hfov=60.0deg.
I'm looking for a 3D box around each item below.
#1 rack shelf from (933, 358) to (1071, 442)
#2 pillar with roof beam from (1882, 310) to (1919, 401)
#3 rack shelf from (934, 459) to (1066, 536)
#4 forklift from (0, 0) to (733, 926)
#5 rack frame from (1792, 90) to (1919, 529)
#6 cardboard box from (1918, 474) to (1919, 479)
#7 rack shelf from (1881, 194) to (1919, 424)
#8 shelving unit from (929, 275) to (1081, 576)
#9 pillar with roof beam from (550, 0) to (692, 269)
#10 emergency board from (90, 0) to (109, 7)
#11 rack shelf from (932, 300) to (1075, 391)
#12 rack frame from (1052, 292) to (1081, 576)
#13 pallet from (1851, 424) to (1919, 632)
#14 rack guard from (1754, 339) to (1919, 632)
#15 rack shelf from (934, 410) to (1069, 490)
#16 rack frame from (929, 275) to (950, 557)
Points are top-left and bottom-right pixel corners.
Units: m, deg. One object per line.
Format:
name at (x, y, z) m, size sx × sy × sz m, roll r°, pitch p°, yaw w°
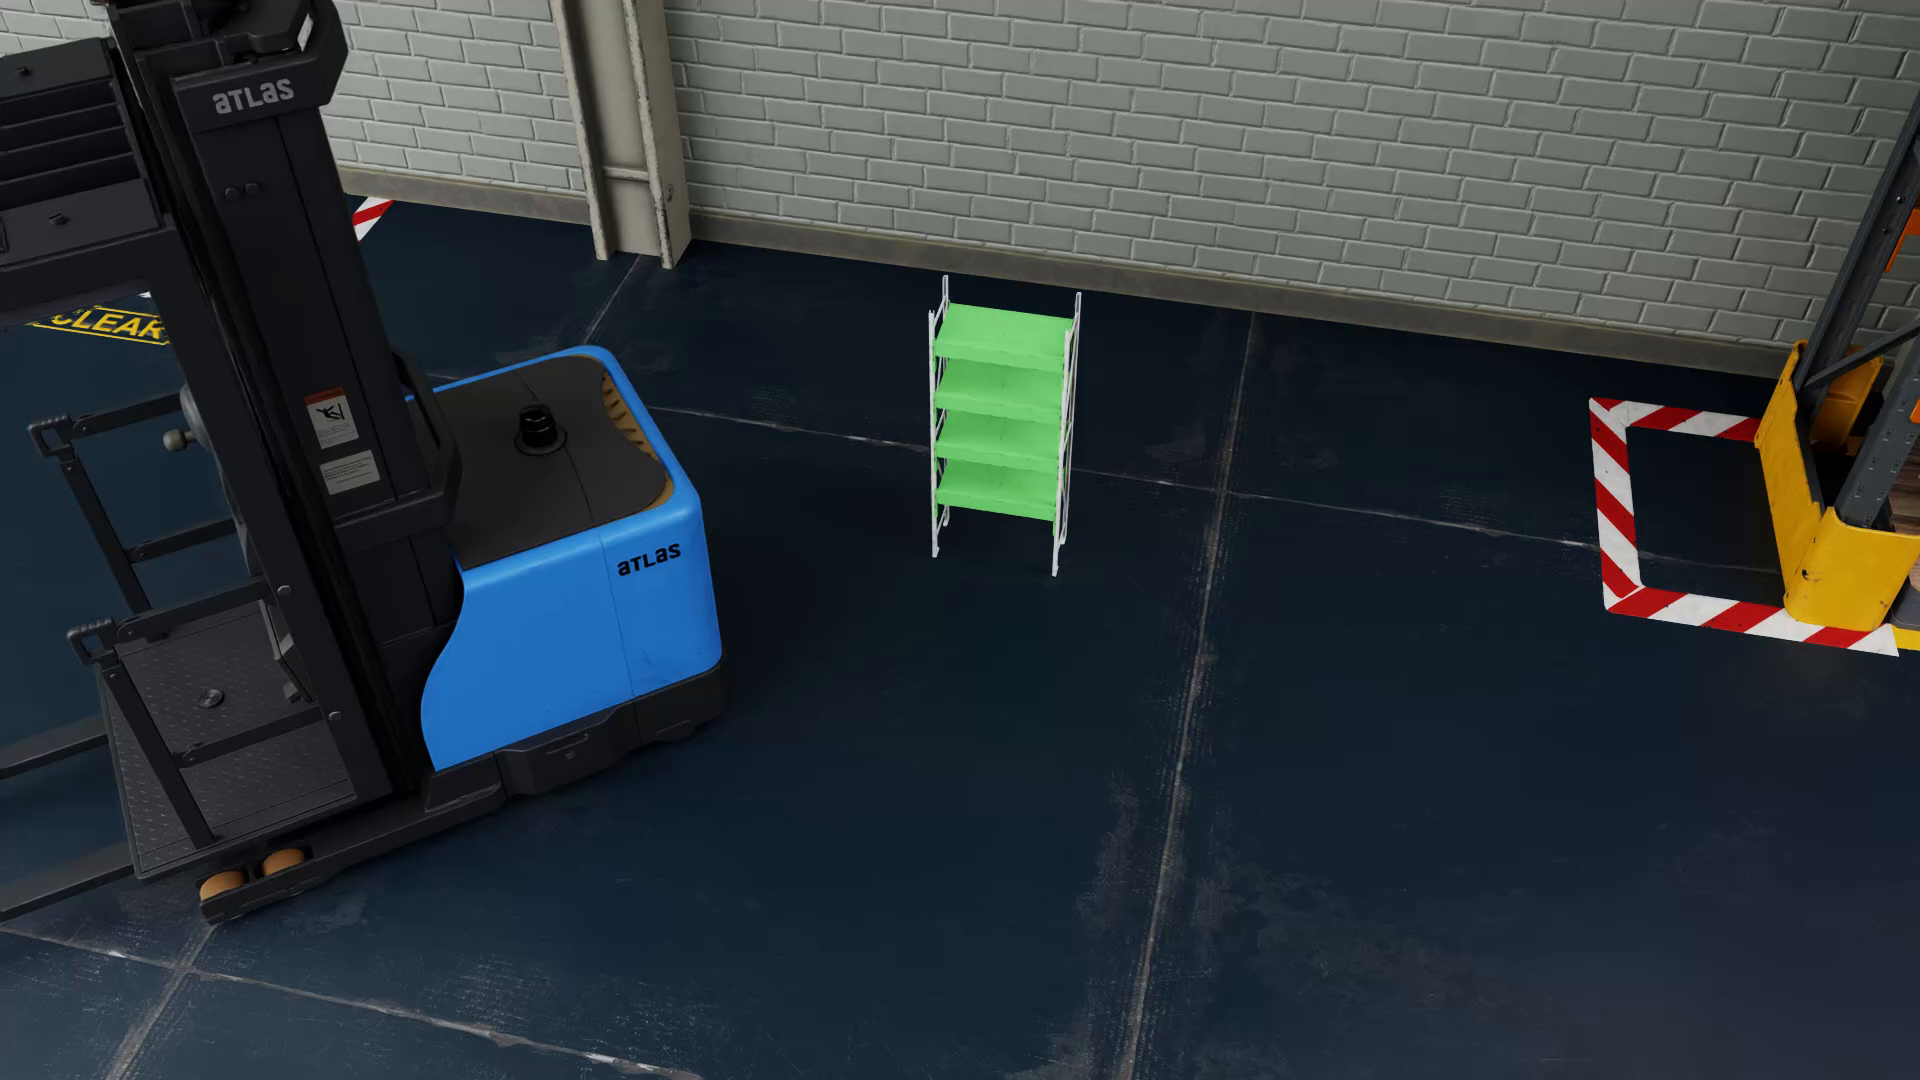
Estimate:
rack shelf at (0.162, -0.534, 6.186) m, size 0.480 × 0.148 × 0.258 m, roll 9°, pitch 45°, yaw 9°
pillar with roof beam at (3.353, -0.879, 1.174) m, size 0.400 × 9.000 × 9.100 m, roll 9°, pitch 45°, yaw 9°
rack shelf at (0.162, -0.188, 6.519) m, size 0.480 × 0.148 × 0.258 m, roll 9°, pitch 45°, yaw 9°
forklift at (-2.375, -0.232, 4.877) m, size 3.031 × 2.935 × 1.130 m, roll -20°, pitch 47°, yaw -20°
rack frame at (3.421, -1.151, 5.783) m, size 0.127 × 3.000 × 1.000 m, roll 9°, pitch 45°, yaw 9°
cardboard box at (4.076, -0.175, 6.391) m, size 0.500 × 0.311 × 0.500 m, roll 4°, pitch 44°, yaw 4°
rack shelf at (5.372, -0.589, 5.718) m, size 4.000 × 0.370 × 1.077 m, roll 9°, pitch 45°, yaw 9°
shelving unit at (0.162, -0.407, 6.308) m, size 0.503 × 1.200 × 0.258 m, roll 9°, pitch 45°, yaw 9°
pillar with roof beam at (-2.503, -1.787, 2.118) m, size 0.400 × 9.000 × 9.100 m, roll 9°, pitch 45°, yaw 9°
emergency board at (-3.966, -2.939, 7.641) m, size 0.643 × 1.169 × 0.194 m, roll 9°, pitch 45°, yaw 9°
rack shelf at (0.162, -0.707, 6.019) m, size 0.480 × 0.148 × 0.258 m, roll 9°, pitch 45°, yaw 9°
rack frame at (0.400, -0.370, 6.270) m, size 0.015 × 1.200 × 0.240 m, roll 9°, pitch 45°, yaw 9°
pallet at (4.280, 0.012, 6.585) m, size 1.213 × 0.211 × 1.003 m, roll 9°, pitch 45°, yaw 9°
rack guard at (3.495, -0.239, 6.638) m, size 0.348 × 0.500 × 1.175 m, roll 9°, pitch 45°, yaw 9°
rack shelf at (0.162, -0.361, 6.352) m, size 0.480 × 0.148 × 0.258 m, roll 9°, pitch 45°, yaw 9°
rack frame at (-0.077, -0.444, 6.346) m, size 0.015 × 1.200 × 0.240 m, roll 9°, pitch 45°, yaw 9°
